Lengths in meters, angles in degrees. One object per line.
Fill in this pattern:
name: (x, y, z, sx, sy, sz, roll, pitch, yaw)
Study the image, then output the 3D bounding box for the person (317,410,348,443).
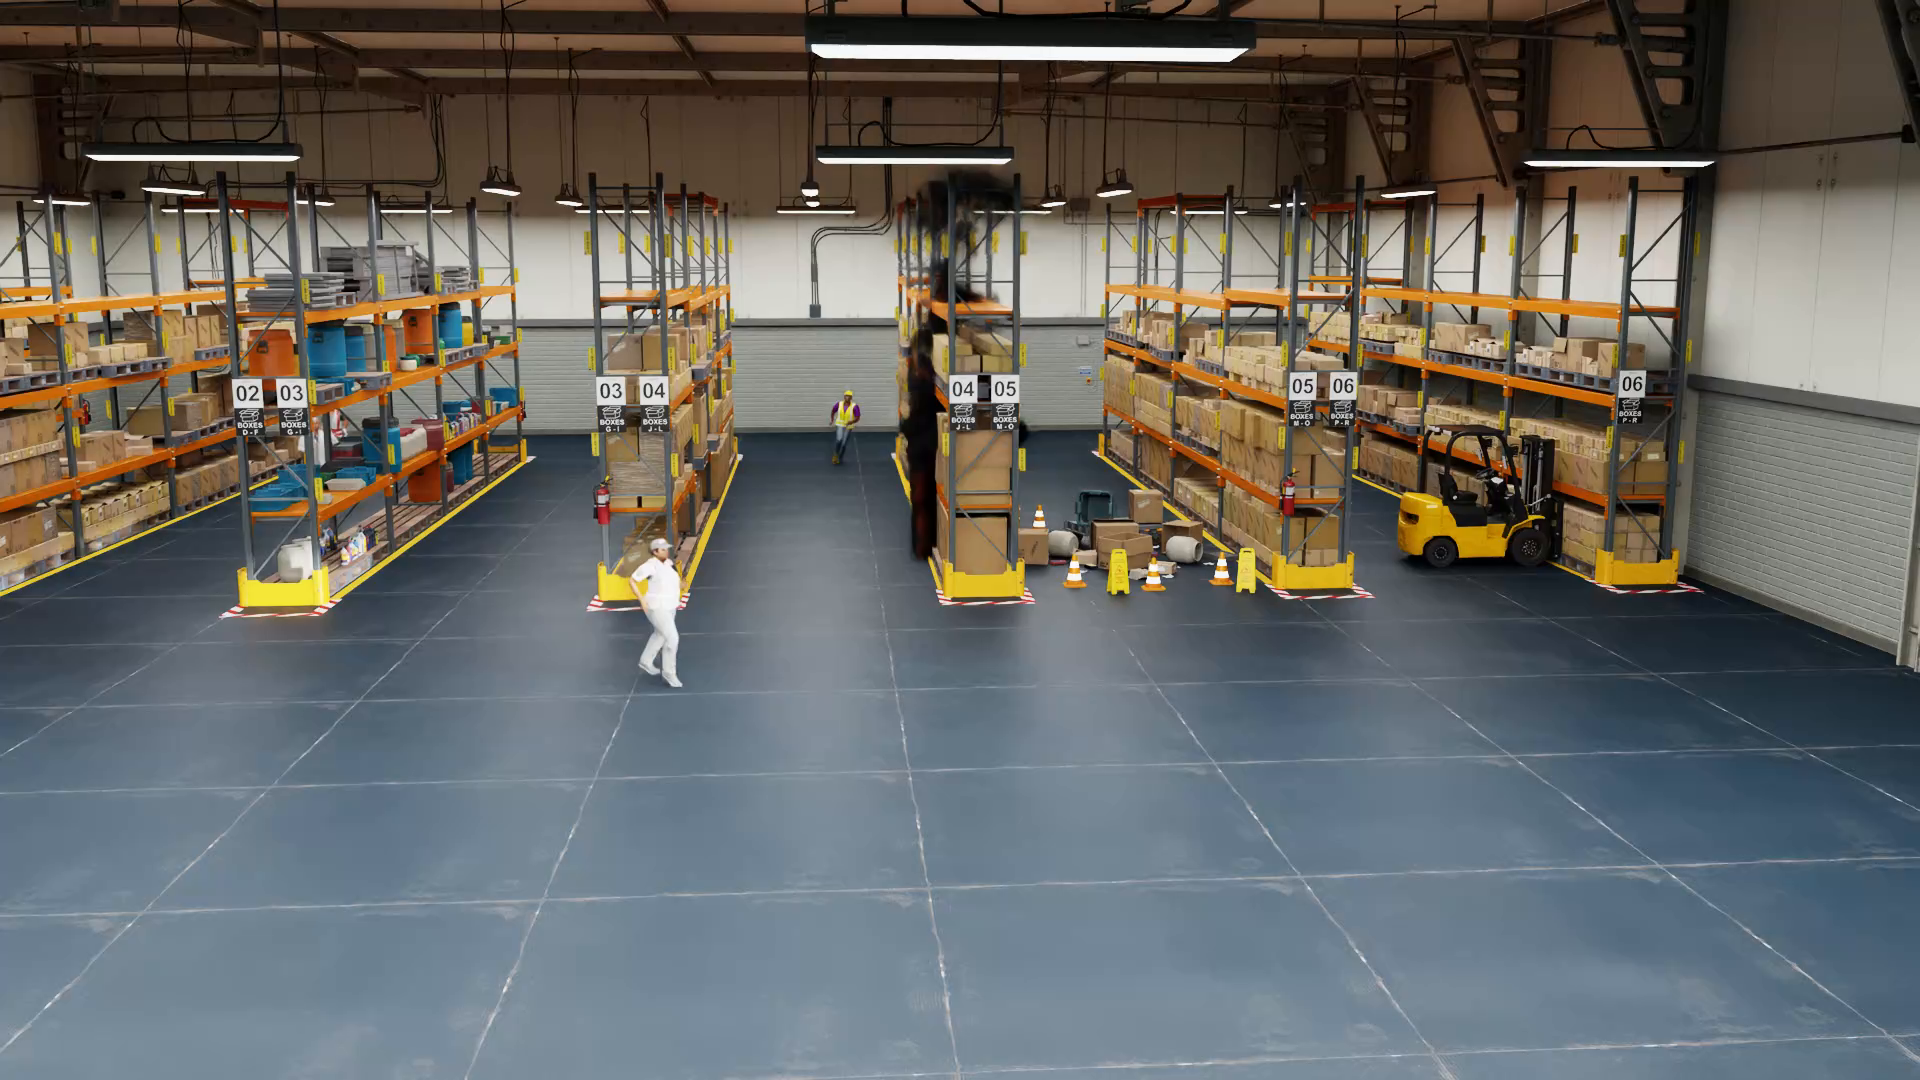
person: (-13.536, -2.186, 35.834, 0.648, 1.779, 1.007, -2, 10, -13)

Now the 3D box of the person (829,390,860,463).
person: (-2.667, -2.606, 38.451, 0.723, 1.697, 0.654, 0, 10, -1)

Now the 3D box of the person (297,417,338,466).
person: (-12.190, -1.407, 31.574, 0.690, 1.842, 0.823, -2, 10, -9)

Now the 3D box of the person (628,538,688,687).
person: (-3.466, 0.832, 19.248, 0.759, 1.732, 0.582, 4, 11, 22)
